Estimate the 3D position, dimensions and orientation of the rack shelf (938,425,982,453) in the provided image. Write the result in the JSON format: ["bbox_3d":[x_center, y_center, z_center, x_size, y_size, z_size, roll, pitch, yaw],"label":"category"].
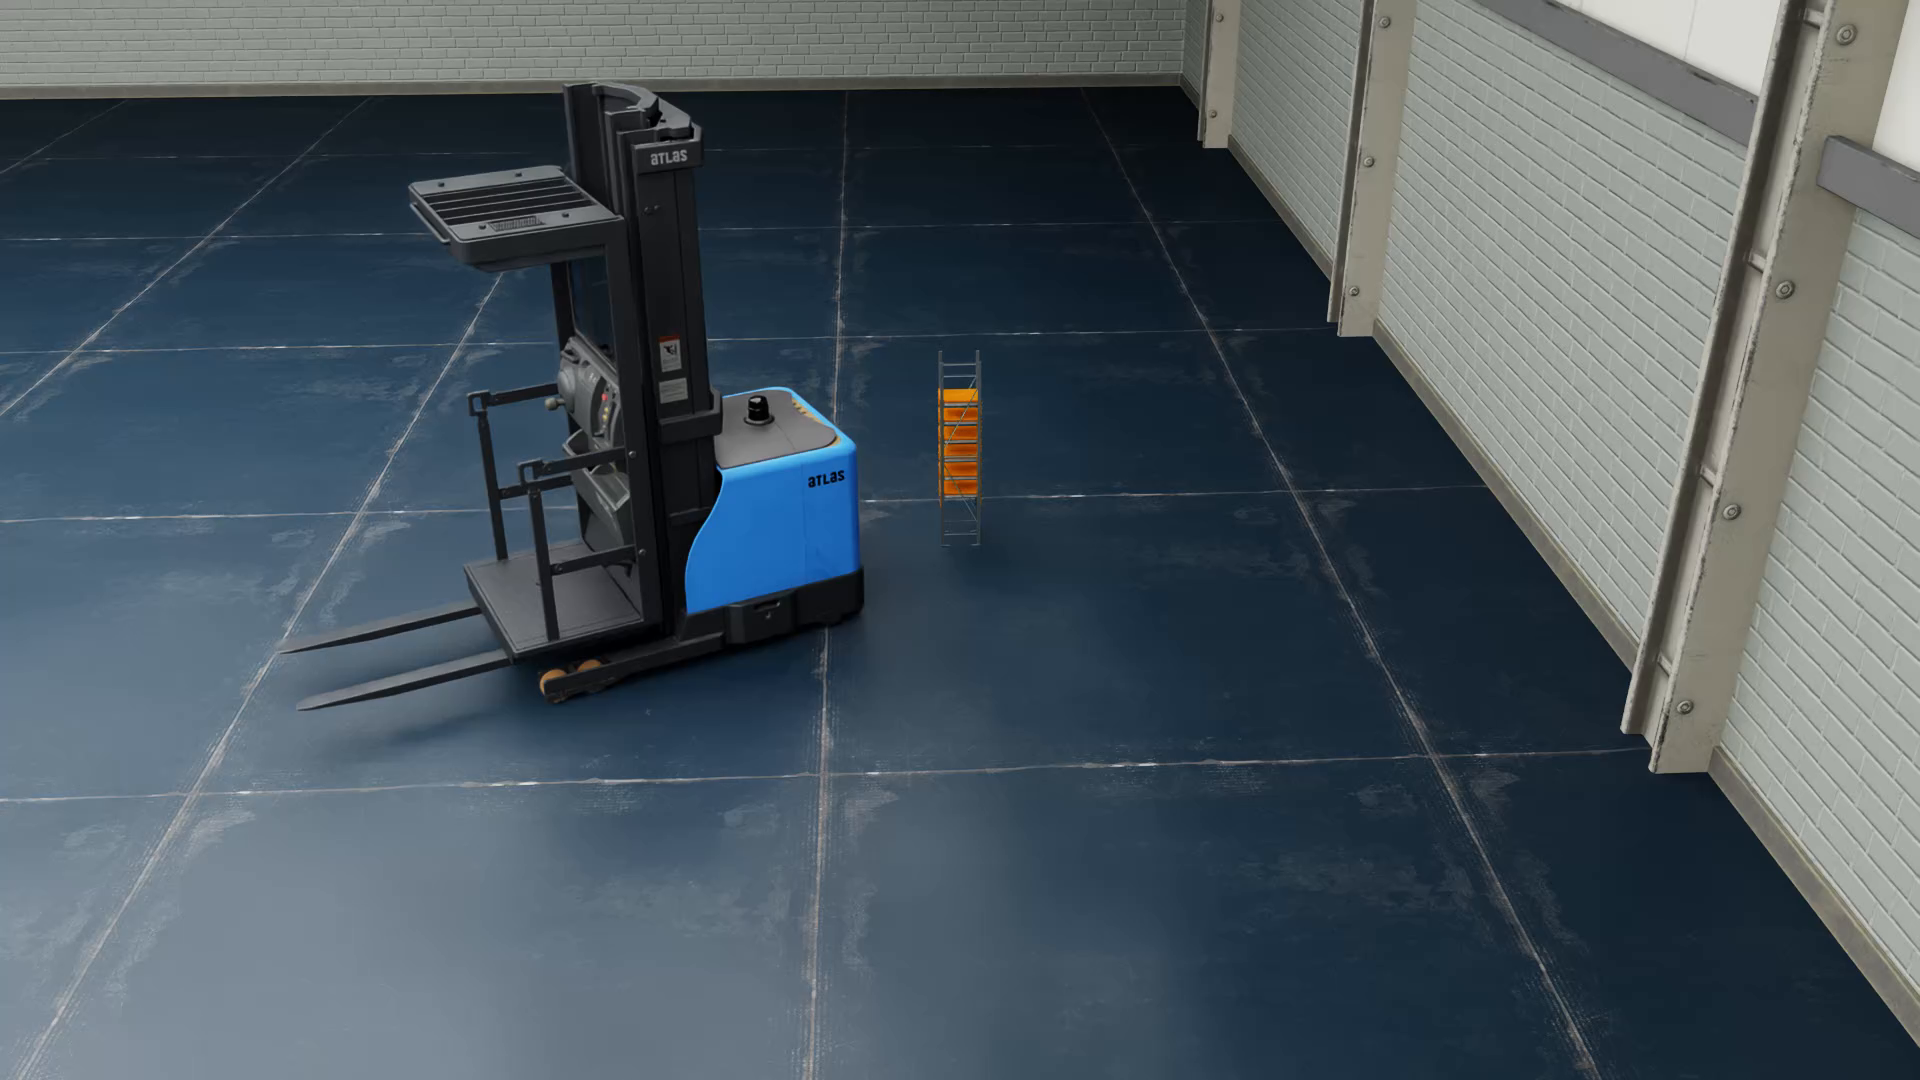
[{"bbox_3d":[-0.001,-0.606,9.950,0.258,0.103,0.180,-1,28,-3],"label":"rack shelf"}]

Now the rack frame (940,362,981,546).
[{"bbox_3d":[0.004,-0.496,9.904,0.240,1.200,0.006,-1,28,-3],"label":"rack frame"}]

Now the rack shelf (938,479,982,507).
[{"bbox_3d":[-0.001,-0.286,10.117,0.258,0.103,0.180,-1,28,-3],"label":"rack shelf"}]

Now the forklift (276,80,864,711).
[{"bbox_3d":[-2.085,-0.737,8.493,3.031,2.935,1.130,-14,31,-25],"label":"forklift"}]

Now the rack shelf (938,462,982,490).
[{"bbox_3d":[-0.001,-0.393,10.061,0.258,0.103,0.180,-1,28,-3],"label":"rack shelf"}]

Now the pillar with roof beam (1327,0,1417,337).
[{"bbox_3d":[-1.104,-5.619,11.292,9.100,9.000,0.400,-1,28,-3],"label":"pillar with roof beam"}]

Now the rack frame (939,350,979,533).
[{"bbox_3d":[-0.006,-0.581,10.066,0.240,1.200,0.006,-1,28,-3],"label":"rack frame"}]

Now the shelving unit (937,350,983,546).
[{"bbox_3d":[-0.001,-0.539,9.985,0.258,1.200,0.189,-1,28,-3],"label":"shelving unit"}]

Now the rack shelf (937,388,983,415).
[{"bbox_3d":[-0.001,-0.818,9.839,0.258,0.103,0.180,-1,28,-3],"label":"rack shelf"}]

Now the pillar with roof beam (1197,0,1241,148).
[{"bbox_3d":[-1.418,-8.389,16.604,9.100,9.000,0.400,-1,28,-3],"label":"pillar with roof beam"}]

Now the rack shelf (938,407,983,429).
[{"bbox_3d":[-0.001,-0.712,9.895,0.258,0.103,0.180,-1,28,-3],"label":"rack shelf"}]

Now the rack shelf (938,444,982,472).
[{"bbox_3d":[-0.001,-0.499,10.006,0.258,0.103,0.180,-1,28,-3],"label":"rack shelf"}]

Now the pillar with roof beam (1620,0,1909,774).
[{"bbox_3d":[-0.791,-2.848,5.979,9.100,9.000,0.400,-1,28,-3],"label":"pillar with roof beam"}]
